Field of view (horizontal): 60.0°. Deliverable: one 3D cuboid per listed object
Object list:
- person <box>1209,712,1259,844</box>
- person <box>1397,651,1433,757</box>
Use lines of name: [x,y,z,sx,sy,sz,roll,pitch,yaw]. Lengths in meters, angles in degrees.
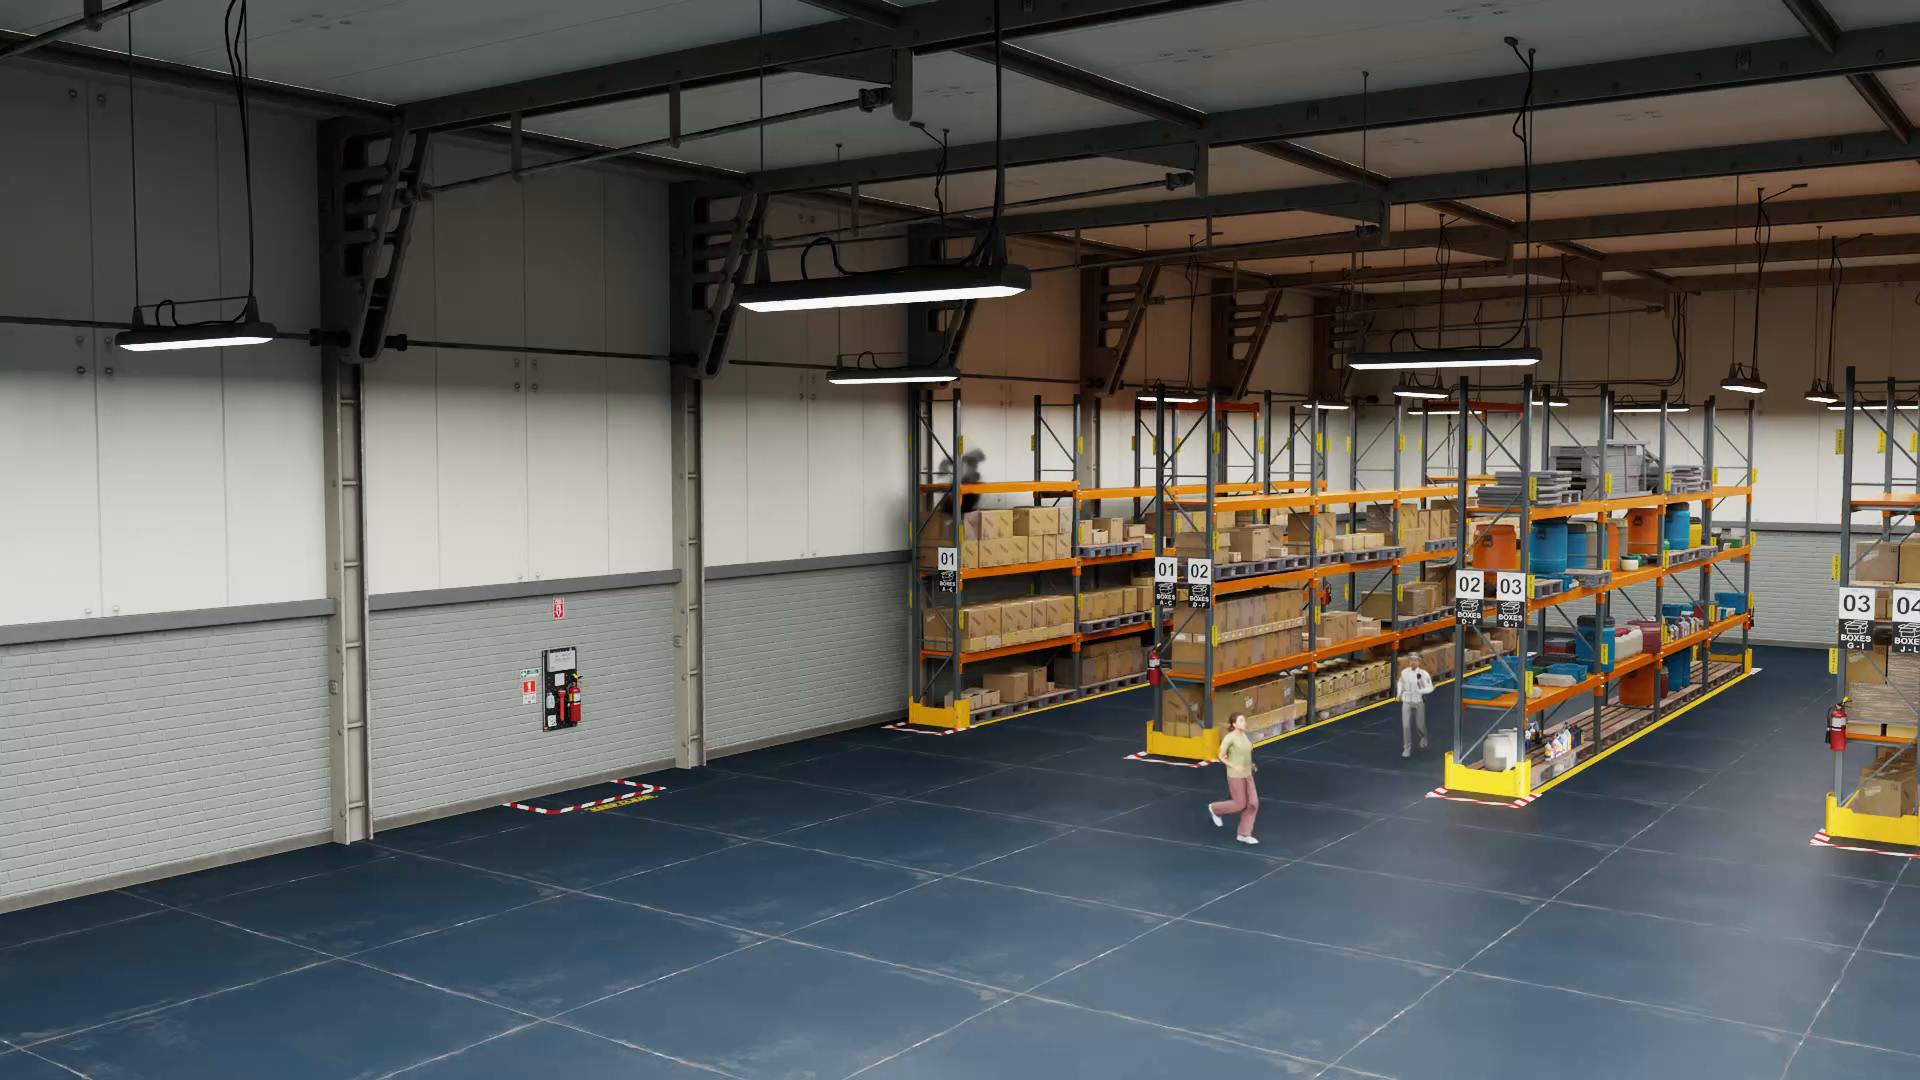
person: [3.501,2.989,21.067,0.579,1.641,0.731,-3,4,-42]
person: [7.332,2.625,26.860,0.624,1.669,0.875,2,4,30]
